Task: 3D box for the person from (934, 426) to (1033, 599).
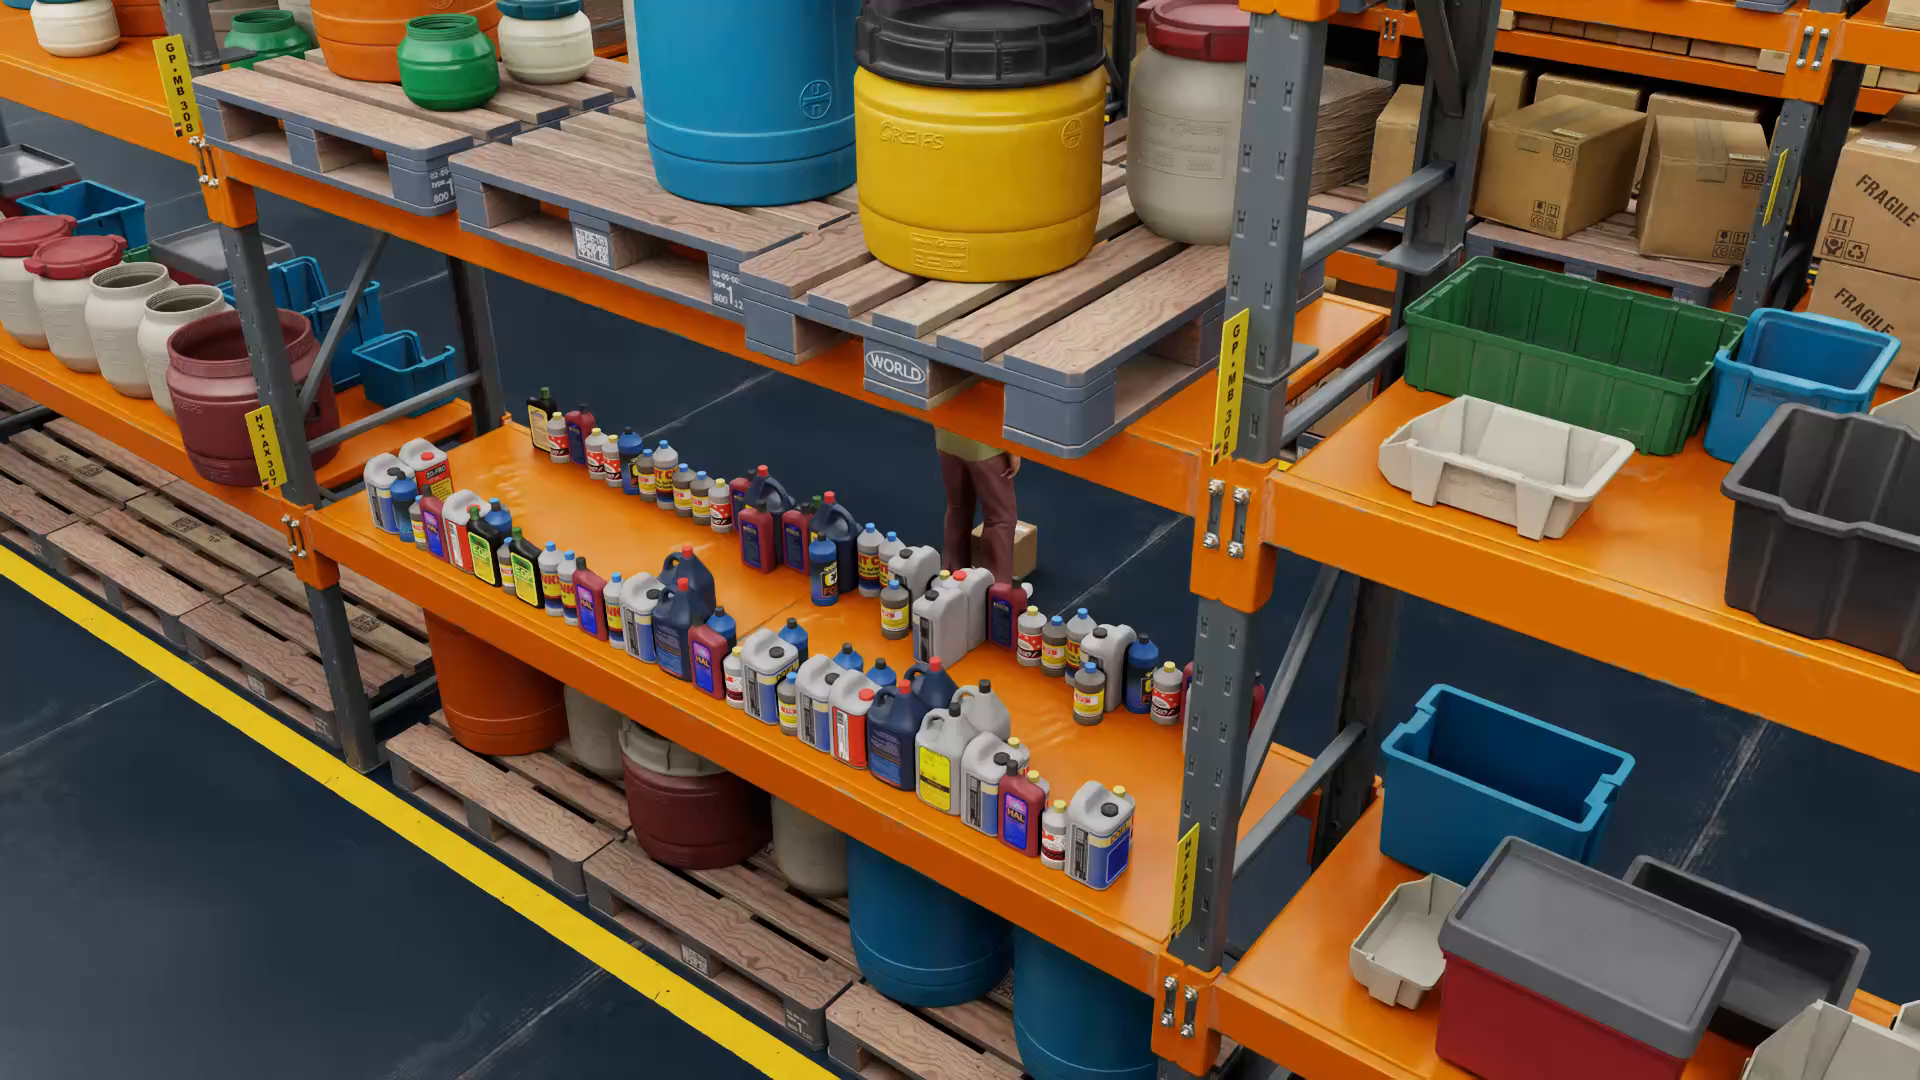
[{"bbox_3d":[0.080,-0.448,7.880,0.497,1.672,0.360,21,37,31],"label":"person"}]
